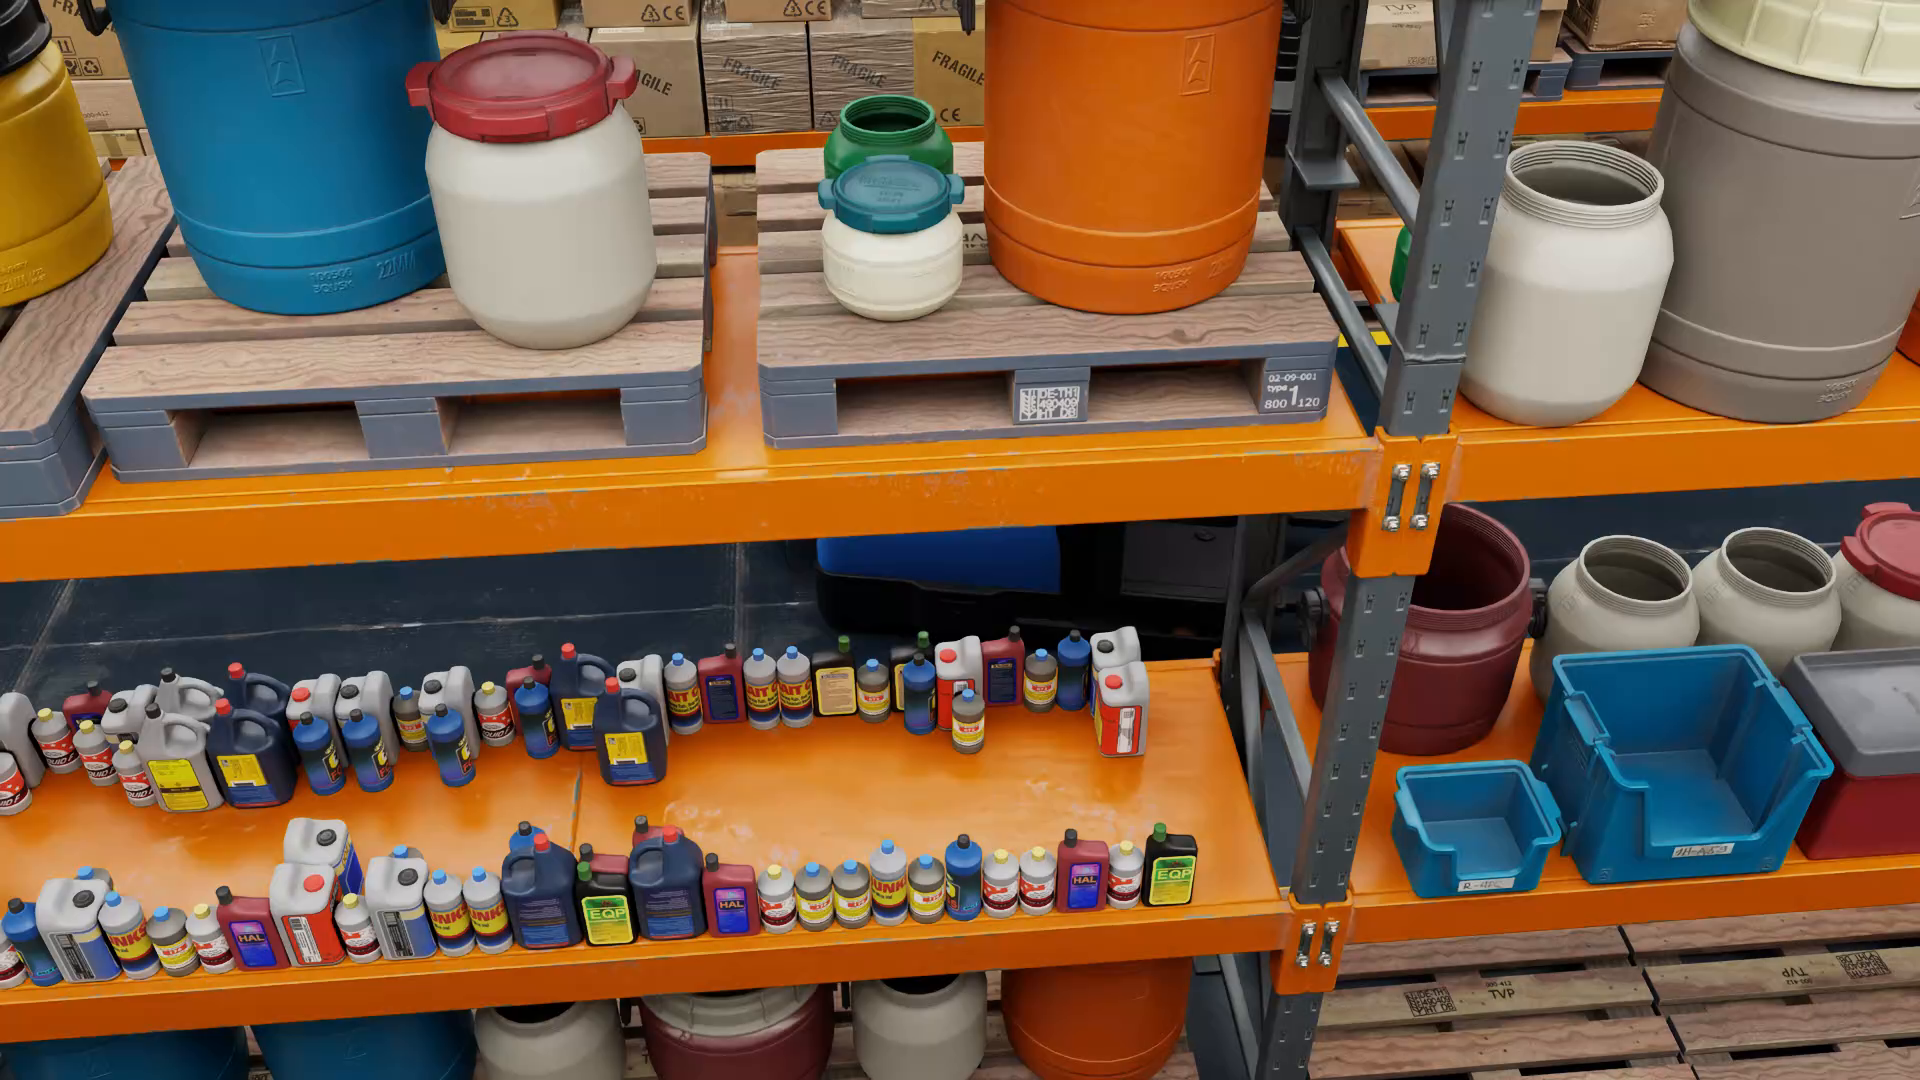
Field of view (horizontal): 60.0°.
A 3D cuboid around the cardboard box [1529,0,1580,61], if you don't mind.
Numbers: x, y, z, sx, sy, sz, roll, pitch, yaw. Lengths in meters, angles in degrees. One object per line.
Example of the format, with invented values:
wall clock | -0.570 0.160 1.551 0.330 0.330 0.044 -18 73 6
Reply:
cardboard box | 2.742 -2.815 8.473 0.637 0.503 0.797 1 38 1

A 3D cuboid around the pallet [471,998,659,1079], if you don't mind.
pallet | -1.079 1.743 5.371 1.213 0.211 1.003 -3 38 -4

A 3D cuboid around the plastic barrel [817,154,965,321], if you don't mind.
plastic barrel | -0.140 -0.625 3.471 0.301 0.262 0.301 0 38 0

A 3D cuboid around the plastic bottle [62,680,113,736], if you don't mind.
plastic bottle | -2.479 0.517 4.767 0.133 0.283 0.061 -3 38 -4

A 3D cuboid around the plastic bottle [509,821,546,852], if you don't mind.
plastic bottle | -1.122 0.841 4.366 0.097 0.271 0.097 0 38 0

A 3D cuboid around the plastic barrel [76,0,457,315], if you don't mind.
plastic barrel | -1.383 -0.994 3.423 0.708 0.901 0.600 -3 38 -4

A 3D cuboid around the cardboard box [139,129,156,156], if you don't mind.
cardboard box | -3.783 -2.005 8.072 0.250 0.149 0.380 -3 38 -4

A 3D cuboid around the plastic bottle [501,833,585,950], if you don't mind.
plastic bottle | -1.068 0.882 4.250 0.185 0.351 0.144 -3 38 -4

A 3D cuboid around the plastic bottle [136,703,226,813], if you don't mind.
plastic bottle | -2.170 0.590 4.621 0.185 0.351 0.144 -3 38 -4

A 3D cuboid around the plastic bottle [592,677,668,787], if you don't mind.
plastic bottle | -0.938 0.527 4.701 0.185 0.351 0.144 -3 38 -4

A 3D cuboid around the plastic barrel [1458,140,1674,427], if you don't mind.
plastic barrel | 1.251 -0.535 3.495 0.421 0.512 0.421 0 38 0

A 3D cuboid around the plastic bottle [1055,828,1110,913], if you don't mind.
plastic bottle | 0.320 0.858 4.335 0.133 0.283 0.061 -3 38 -4

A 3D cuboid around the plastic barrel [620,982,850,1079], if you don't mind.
plastic barrel | -0.696 1.395 5.168 0.708 0.588 0.600 -3 38 -4

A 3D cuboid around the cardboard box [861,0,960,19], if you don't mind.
cardboard box | -0.254 -2.945 8.170 0.637 0.503 0.797 -2 38 -2

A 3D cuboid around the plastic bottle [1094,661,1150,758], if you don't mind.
plastic bottle | 0.468 0.481 4.819 0.135 0.276 0.152 -3 38 -4

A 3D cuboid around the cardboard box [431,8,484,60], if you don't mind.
cardboard box | -2.527 -2.261 8.113 0.500 0.500 0.500 -3 38 -4

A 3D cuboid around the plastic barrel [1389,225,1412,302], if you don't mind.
plastic barrel | 1.156 -0.648 3.853 0.294 0.245 0.294 0 38 0

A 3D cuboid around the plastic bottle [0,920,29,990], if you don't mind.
plastic bottle | -2.420 1.030 4.184 0.097 0.201 0.097 0 38 0

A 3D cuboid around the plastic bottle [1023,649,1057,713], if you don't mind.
plastic bottle | 0.240 0.411 4.968 0.097 0.201 0.097 0 38 0

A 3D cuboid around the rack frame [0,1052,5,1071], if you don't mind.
rack frame | -3.070 0.734 4.399 0.127 3.000 1.000 -3 38 -4

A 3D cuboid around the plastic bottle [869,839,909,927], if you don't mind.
plastic bottle | -0.185 0.879 4.318 0.097 0.271 0.097 0 38 0

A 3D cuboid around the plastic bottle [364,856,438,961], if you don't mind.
plastic bottle | -1.422 0.928 4.252 0.135 0.276 0.152 -3 38 -4

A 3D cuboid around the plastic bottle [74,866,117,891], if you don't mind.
plastic bottle | -2.240 0.925 4.316 0.097 0.201 0.097 0 38 0

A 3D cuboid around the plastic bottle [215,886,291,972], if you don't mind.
plastic bottle | -1.782 0.974 4.189 0.133 0.283 0.061 -3 38 -4

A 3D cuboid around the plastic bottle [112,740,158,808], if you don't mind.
plastic bottle | -2.312 0.646 4.670 0.097 0.201 0.097 0 38 0

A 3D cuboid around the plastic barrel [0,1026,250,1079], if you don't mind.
plastic barrel | -2.526 1.373 4.943 0.708 0.901 0.600 -3 38 -4

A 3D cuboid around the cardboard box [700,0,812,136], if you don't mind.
cardboard box | -1.008 -2.347 8.222 0.500 0.500 0.500 -4 38 -5

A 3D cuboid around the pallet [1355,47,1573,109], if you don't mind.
pallet | 2.444 -2.600 8.779 1.213 0.211 1.003 -3 38 -4

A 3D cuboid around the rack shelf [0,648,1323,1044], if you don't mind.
rack shelf | -1.077 0.906 4.761 4.000 0.370 1.077 -3 38 -4

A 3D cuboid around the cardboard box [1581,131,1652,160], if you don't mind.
cardboard box | 3.847 -1.932 9.440 0.500 0.500 0.700 -6 39 -7

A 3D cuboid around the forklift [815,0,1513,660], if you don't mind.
forklift | 0.934 -0.962 6.603 3.031 2.935 1.130 5 39 6

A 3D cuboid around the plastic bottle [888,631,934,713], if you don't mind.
plastic bottle | -0.143 0.389 4.930 0.133 0.283 0.061 -3 38 -4

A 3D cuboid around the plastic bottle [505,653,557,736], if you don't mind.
plastic bottle | -1.248 0.450 4.853 0.133 0.283 0.061 -3 38 -4

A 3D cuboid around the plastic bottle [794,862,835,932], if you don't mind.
plastic bottle | -0.379 0.917 4.326 0.097 0.201 0.097 0 38 0

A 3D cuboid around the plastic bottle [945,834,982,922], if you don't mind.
plastic bottle | 0.009 0.868 4.332 0.097 0.271 0.097 0 38 0

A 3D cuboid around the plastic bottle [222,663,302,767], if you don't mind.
plastic bottle | -1.999 0.490 4.747 0.185 0.351 0.144 -3 38 -4

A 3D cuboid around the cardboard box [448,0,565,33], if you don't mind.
cardboard box | -2.188 -2.826 8.020 0.637 0.503 0.797 -3 38 -3

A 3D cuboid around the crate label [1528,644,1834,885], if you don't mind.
crate label | 1.928 0.613 4.523 0.616 0.435 0.502 -3 38 -4

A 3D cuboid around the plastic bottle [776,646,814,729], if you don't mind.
plastic bottle | -0.486 0.424 4.895 0.097 0.271 0.097 0 38 0

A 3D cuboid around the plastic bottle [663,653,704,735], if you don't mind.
plastic bottle | -0.813 0.442 4.872 0.097 0.271 0.097 0 38 0

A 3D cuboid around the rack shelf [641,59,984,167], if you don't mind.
rack shelf | -1.516 -2.150 8.634 4.000 0.370 1.077 -3 38 -4

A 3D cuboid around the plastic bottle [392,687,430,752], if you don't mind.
plastic bottle | -1.592 0.512 4.840 0.097 0.201 0.097 0 38 0

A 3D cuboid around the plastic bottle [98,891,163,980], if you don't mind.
plastic bottle | -2.092 0.984 4.185 0.097 0.271 0.097 0 38 0

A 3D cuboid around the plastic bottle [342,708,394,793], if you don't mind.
plastic bottle | -1.676 0.584 4.692 0.097 0.271 0.097 0 38 0

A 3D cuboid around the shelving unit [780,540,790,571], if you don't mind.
shelving unit | -0.800 -0.409 7.286 0.189 1.200 0.258 -12 39 0

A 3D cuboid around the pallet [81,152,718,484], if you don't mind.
pallet | -1.168 -0.537 3.740 1.213 0.211 1.003 -3 38 -4

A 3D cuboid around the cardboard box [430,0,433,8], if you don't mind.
cardboard box | -2.573 -2.579 8.516 0.500 0.500 0.500 -2 38 -3

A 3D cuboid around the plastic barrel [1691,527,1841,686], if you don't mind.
plastic barrel | 2.340 0.259 4.910 0.421 0.512 0.421 0 38 0

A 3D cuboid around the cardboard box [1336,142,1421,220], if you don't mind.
cardboard box | 2.257 -1.856 9.344 0.500 0.500 0.700 0 38 0

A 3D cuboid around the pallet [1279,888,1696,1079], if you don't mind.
pallet | 1.690 1.590 5.564 1.213 0.211 1.003 -3 38 -4
